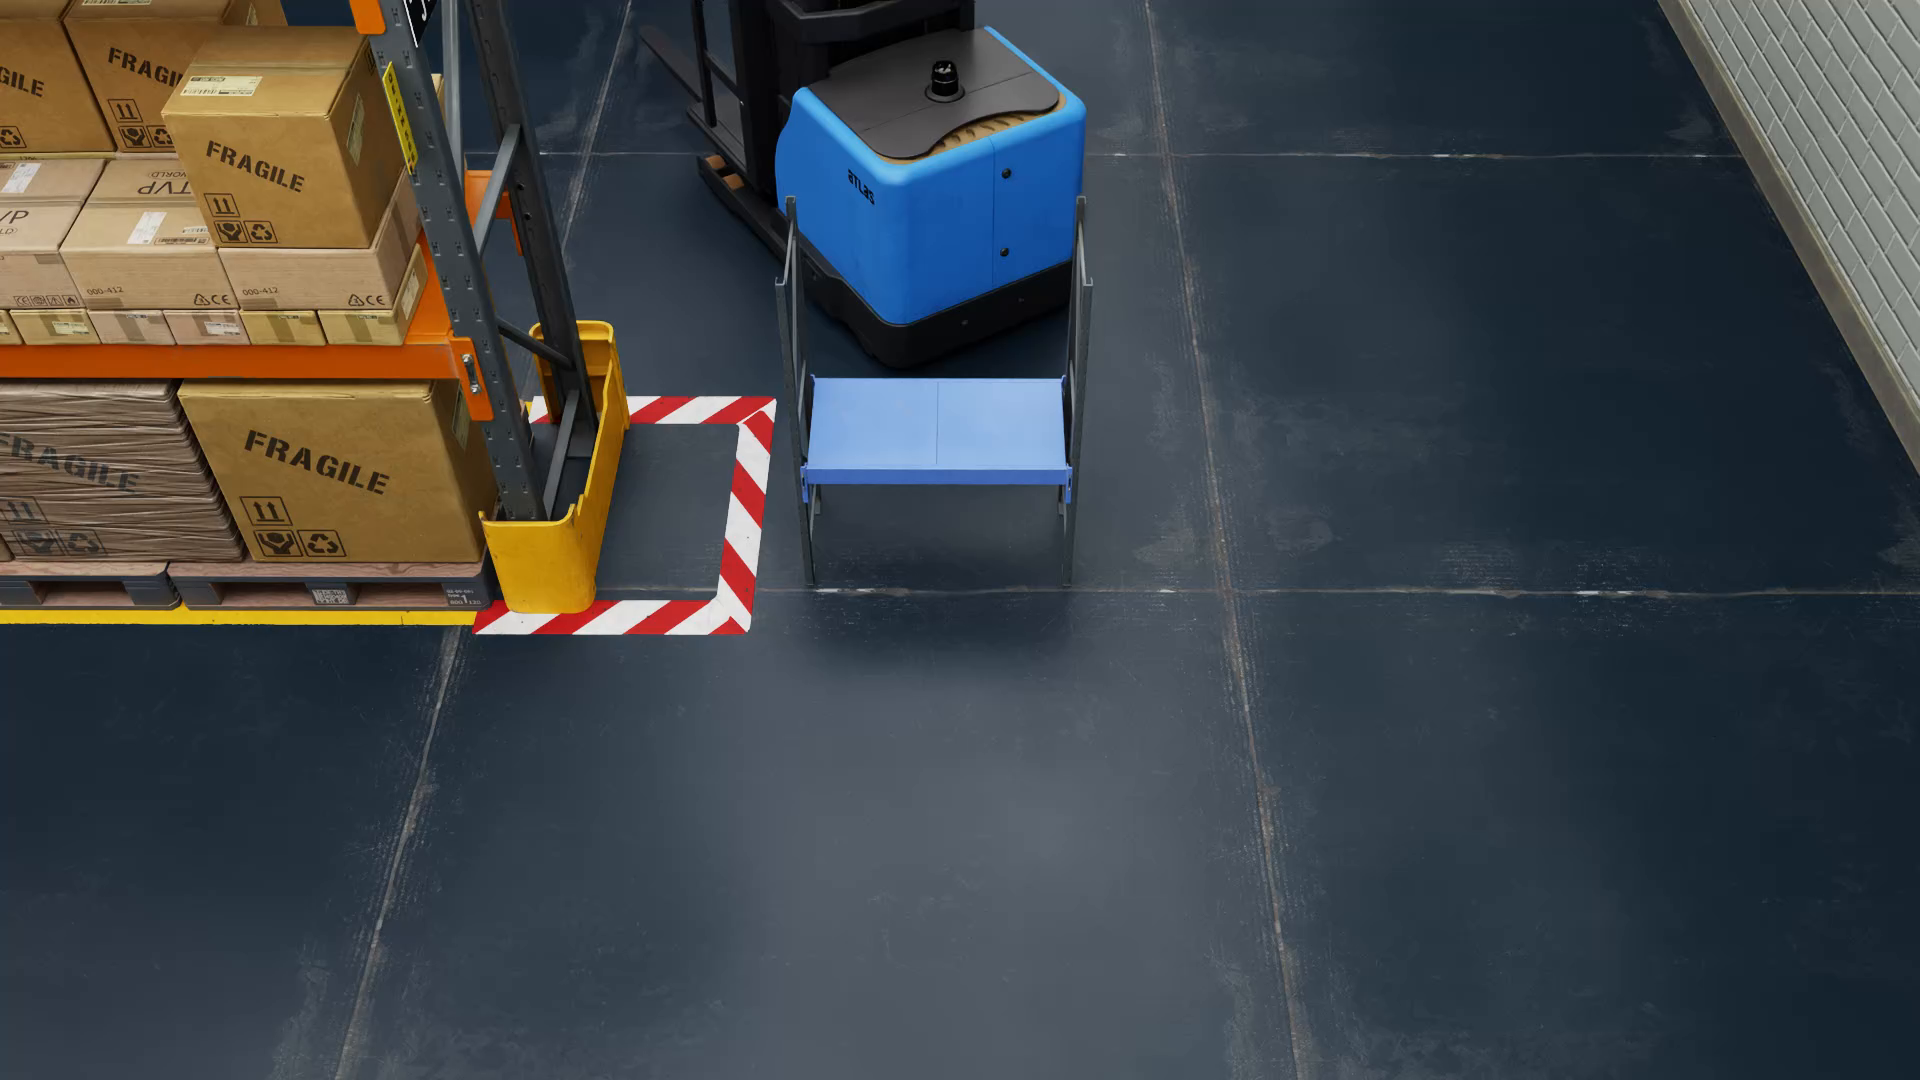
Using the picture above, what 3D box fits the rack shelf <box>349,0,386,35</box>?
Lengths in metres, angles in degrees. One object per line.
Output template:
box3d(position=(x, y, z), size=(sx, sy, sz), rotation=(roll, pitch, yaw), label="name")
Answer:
box3d(position=(-3.632, -1.946, 4.955), size=(4.000, 0.370, 1.077), rotation=(0, 47, 0), label="rack shelf")

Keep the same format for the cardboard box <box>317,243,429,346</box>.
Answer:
box3d(position=(-1.989, -0.838, 5.653), size=(0.250, 0.149, 0.380), rotation=(1, 47, 1), label="cardboard box")

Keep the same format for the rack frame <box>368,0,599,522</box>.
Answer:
box3d(position=(-1.632, -1.164, 5.784), size=(0.127, 3.000, 1.000), rotation=(0, 47, 0), label="rack frame")

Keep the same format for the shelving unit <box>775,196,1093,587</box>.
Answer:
box3d(position=(-0.085, -0.511, 6.201), size=(1.048, 1.500, 0.538), rotation=(0, 47, 0), label="shelving unit")

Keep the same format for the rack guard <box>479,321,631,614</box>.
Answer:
box3d(position=(-1.608, -0.312, 6.699), size=(0.348, 0.500, 1.175), rotation=(0, 47, 0), label="rack guard")

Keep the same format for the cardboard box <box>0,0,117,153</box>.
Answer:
box3d(position=(-3.129, -1.667, 5.639), size=(0.500, 0.500, 0.500), rotation=(-1, 47, -1), label="cardboard box")

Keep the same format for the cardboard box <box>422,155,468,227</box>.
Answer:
box3d(position=(-1.986, -1.321, 6.102), size=(0.250, 0.149, 0.380), rotation=(1, 47, 1), label="cardboard box")

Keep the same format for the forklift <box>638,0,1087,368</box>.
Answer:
box3d(position=(-0.659, -2.820, 7.373), size=(1.130, 2.935, 3.031), rotation=(-25, 52, -21), label="forklift")

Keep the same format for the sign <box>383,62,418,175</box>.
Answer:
box3d(position=(-1.648, -1.242, 4.904), size=(0.005, 0.325, 0.100), rotation=(0, 47, 0), label="sign")

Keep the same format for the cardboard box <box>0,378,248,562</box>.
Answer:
box3d(position=(-3.182, -0.529, 6.358), size=(0.875, 0.875, 0.875), rotation=(0, 47, 0), label="cardboard box")

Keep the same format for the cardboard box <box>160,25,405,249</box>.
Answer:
box3d(position=(-2.120, -1.279, 5.278), size=(0.500, 0.500, 0.500), rotation=(1, 47, 1), label="cardboard box")

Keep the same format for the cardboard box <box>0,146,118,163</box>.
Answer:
box3d(position=(-3.133, -1.414, 5.916), size=(0.500, 0.250, 0.500), rotation=(-1, 47, -1), label="cardboard box")

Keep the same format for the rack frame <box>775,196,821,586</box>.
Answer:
box3d(position=(-0.594, -0.513, 6.203), size=(0.032, 1.500, 0.500), rotation=(0, 47, 0), label="rack frame")

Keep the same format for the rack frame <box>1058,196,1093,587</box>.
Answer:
box3d(position=(0.423, -0.510, 6.200), size=(0.032, 1.500, 0.500), rotation=(0, 47, 0), label="rack frame")

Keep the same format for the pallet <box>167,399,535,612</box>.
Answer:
box3d(position=(-2.432, -0.159, 6.754), size=(1.213, 0.211, 1.003), rotation=(0, 47, 0), label="pallet")

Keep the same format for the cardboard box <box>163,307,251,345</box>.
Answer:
box3d(position=(-2.502, -0.839, 5.654), size=(0.250, 0.149, 0.380), rotation=(0, 47, 0), label="cardboard box")

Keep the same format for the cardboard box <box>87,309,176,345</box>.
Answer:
box3d(position=(-2.751, -0.841, 5.655), size=(0.250, 0.149, 0.380), rotation=(1, 47, 1), label="cardboard box")

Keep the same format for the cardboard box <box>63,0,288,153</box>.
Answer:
box3d(position=(-2.611, -1.670, 5.642), size=(0.500, 0.500, 0.500), rotation=(-1, 47, -1), label="cardboard box")

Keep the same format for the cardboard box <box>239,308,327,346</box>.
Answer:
box3d(position=(-2.249, -0.838, 5.652), size=(0.250, 0.149, 0.380), rotation=(1, 47, 1), label="cardboard box")

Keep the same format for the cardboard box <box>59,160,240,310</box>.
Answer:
box3d(position=(-2.625, -1.023, 5.552), size=(0.500, 0.250, 0.500), rotation=(-1, 47, -1), label="cardboard box")

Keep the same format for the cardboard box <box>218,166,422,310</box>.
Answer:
box3d(position=(-2.118, -1.021, 5.551), size=(0.500, 0.250, 0.500), rotation=(-1, 47, 0), label="cardboard box")

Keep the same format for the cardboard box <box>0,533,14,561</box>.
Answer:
box3d(position=(-4.072, -0.531, 6.360), size=(0.875, 0.875, 0.875), rotation=(0, 47, 0), label="cardboard box")

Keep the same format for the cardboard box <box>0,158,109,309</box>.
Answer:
box3d(position=(-3.134, -1.024, 5.553), size=(0.500, 0.250, 0.500), rotation=(-1, 47, -1), label="cardboard box")

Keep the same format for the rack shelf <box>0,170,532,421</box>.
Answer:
box3d(position=(-3.632, -0.924, 6.053), size=(4.000, 0.370, 1.077), rotation=(0, 47, 0), label="rack shelf")

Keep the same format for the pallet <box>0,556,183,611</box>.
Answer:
box3d(position=(-3.649, -0.164, 6.759), size=(1.213, 0.211, 1.003), rotation=(0, 47, 0), label="pallet")

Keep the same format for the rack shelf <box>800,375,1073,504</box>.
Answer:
box3d(position=(-0.085, -0.389, 6.333), size=(1.000, 0.185, 0.538), rotation=(0, 47, 0), label="rack shelf")

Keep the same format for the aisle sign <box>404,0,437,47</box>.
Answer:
box3d(position=(-1.561, -1.830, 4.628), size=(0.004, 0.787, 0.394), rotation=(0, 47, 0), label="aisle sign")

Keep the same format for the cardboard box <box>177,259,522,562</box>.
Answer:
box3d(position=(-2.272, -0.526, 6.355), size=(0.875, 0.875, 0.875), rotation=(0, 47, 0), label="cardboard box")

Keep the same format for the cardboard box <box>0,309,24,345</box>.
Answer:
box3d(position=(-3.270, -0.840, 5.655), size=(0.250, 0.149, 0.380), rotation=(0, 47, 0), label="cardboard box")

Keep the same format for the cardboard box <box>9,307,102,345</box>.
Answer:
box3d(position=(-3.011, -0.840, 5.654), size=(0.250, 0.149, 0.380), rotation=(-1, 47, -1), label="cardboard box")

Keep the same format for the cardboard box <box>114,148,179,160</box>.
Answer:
box3d(position=(-2.631, -1.410, 5.912), size=(0.500, 0.250, 0.500), rotation=(0, 47, 0), label="cardboard box")

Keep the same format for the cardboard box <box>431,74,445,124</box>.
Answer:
box3d(position=(-2.111, -1.413, 5.915), size=(0.500, 0.250, 0.500), rotation=(-1, 47, -1), label="cardboard box")
